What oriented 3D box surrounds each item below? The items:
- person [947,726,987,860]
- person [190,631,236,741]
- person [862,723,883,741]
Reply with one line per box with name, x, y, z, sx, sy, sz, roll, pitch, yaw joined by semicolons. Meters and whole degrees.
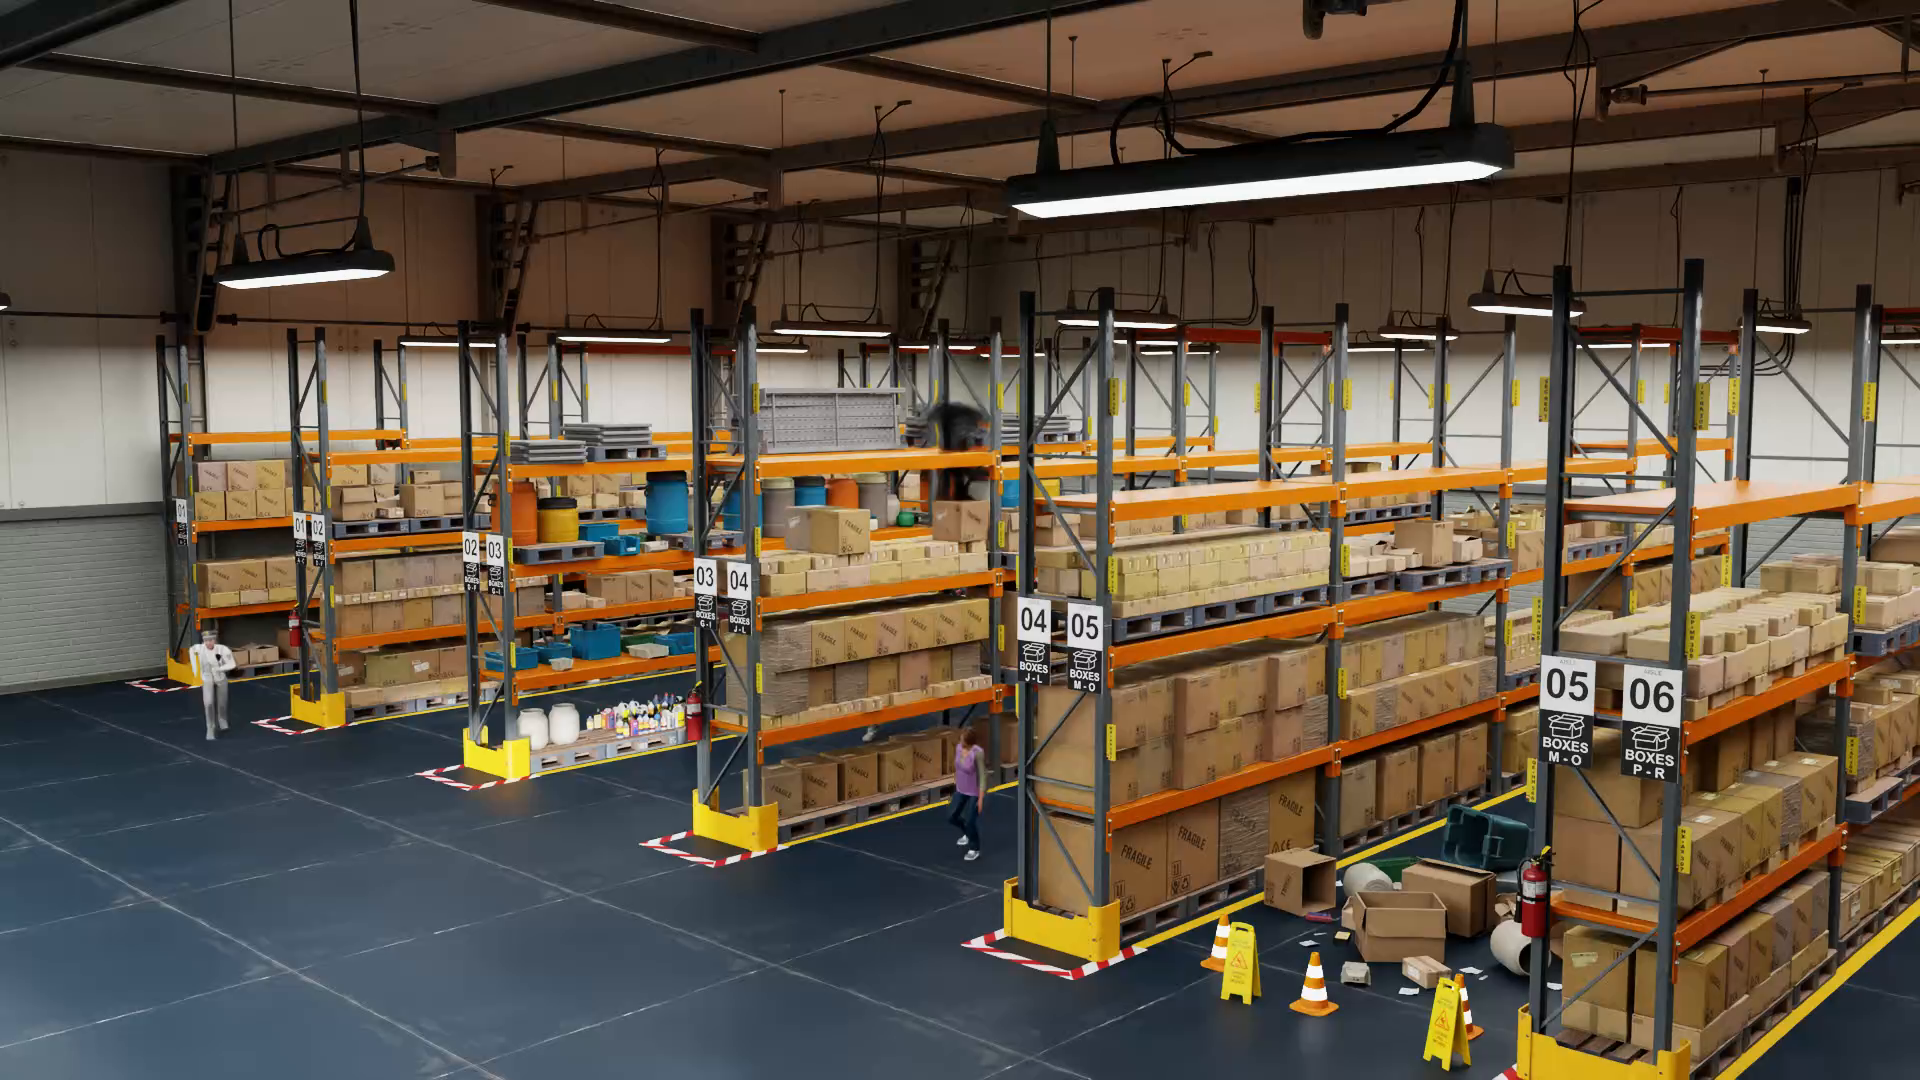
person;0.124;2.714;17.961;0.650;1.522;0.579;5;7;42
person;-10.908;2.105;24.331;0.656;1.661;0.899;-1;6;-13
person;-1.287;2.054;24.081;0.658;1.705;0.715;3;6;27
